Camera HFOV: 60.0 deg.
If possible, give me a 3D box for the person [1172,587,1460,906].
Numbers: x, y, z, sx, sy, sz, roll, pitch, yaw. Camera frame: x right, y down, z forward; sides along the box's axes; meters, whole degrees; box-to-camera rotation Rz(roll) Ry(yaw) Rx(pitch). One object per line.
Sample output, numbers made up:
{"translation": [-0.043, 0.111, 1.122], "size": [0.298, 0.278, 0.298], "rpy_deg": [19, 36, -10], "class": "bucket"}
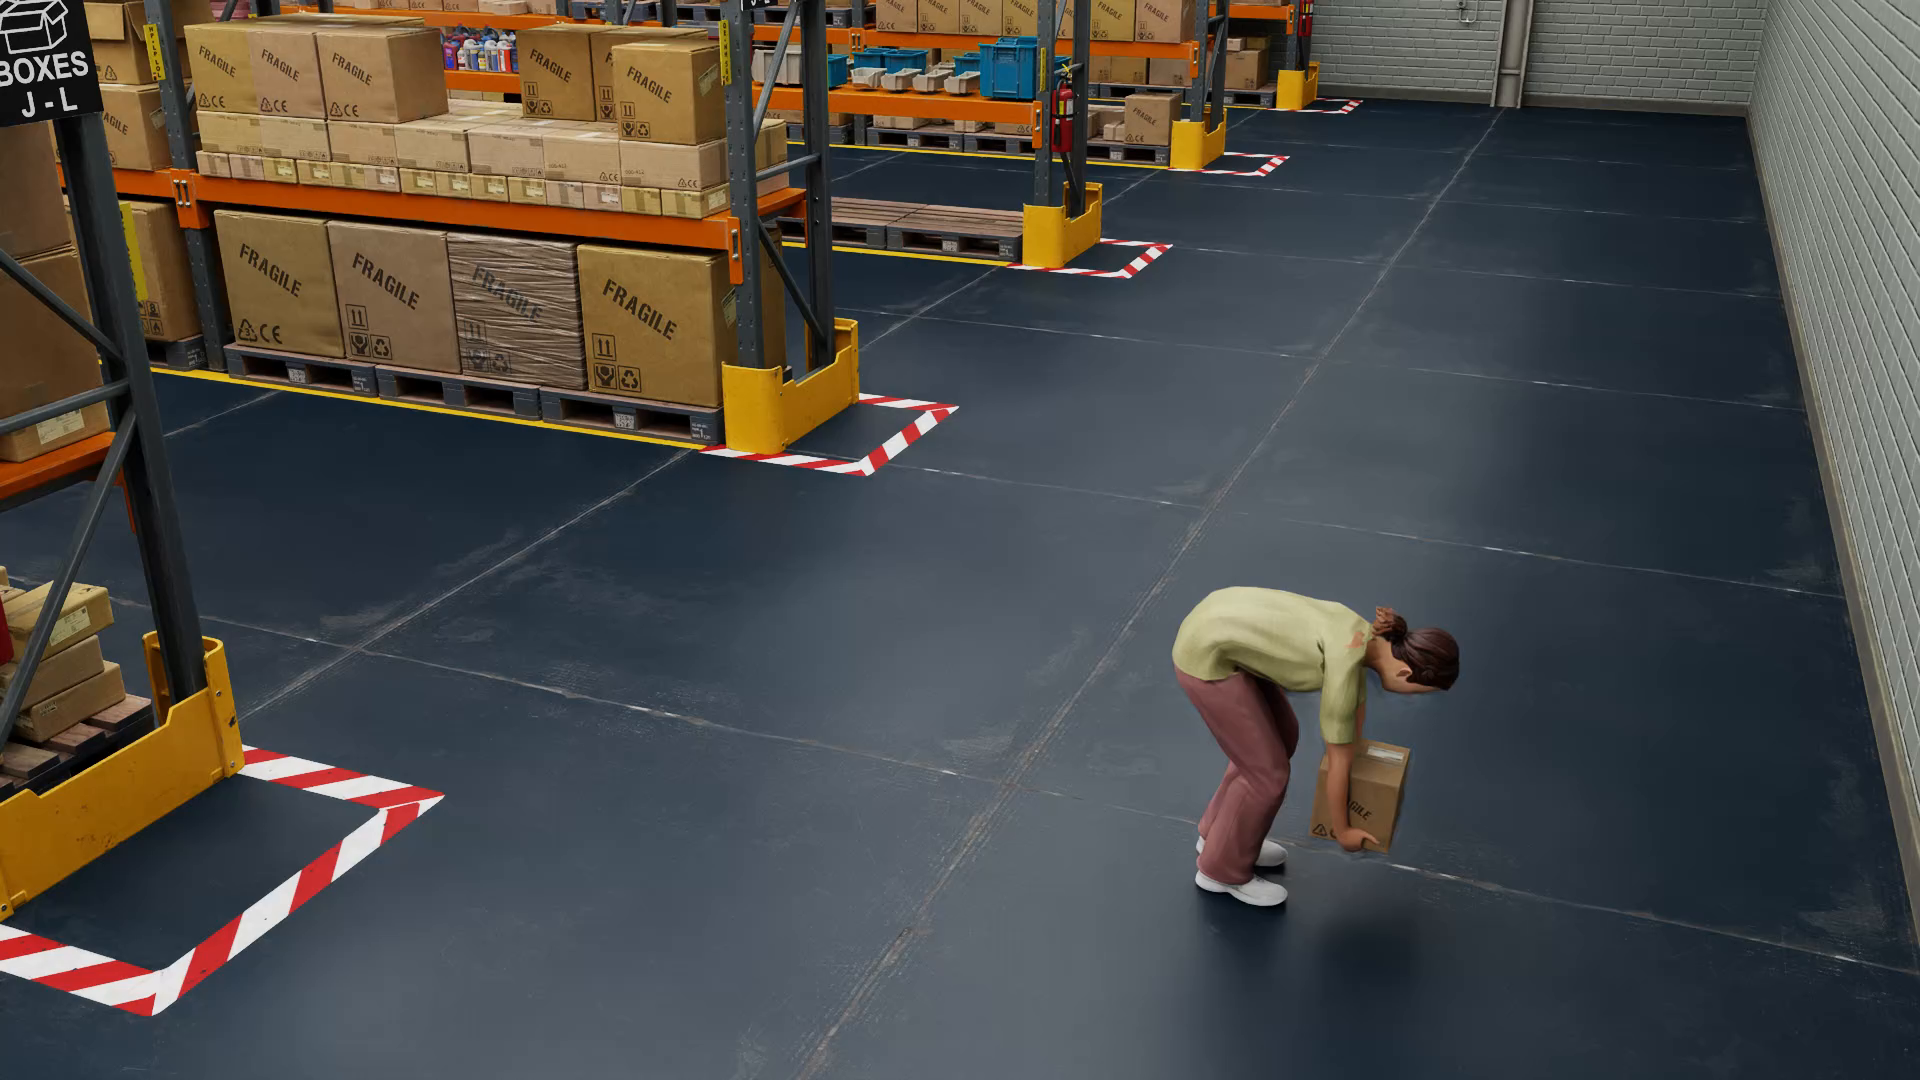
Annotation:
{"translation": [1.105, 0.662, 5.310], "size": [0.872, 1.051, 0.428], "rpy_deg": [8, 24, 18], "class": "person"}
